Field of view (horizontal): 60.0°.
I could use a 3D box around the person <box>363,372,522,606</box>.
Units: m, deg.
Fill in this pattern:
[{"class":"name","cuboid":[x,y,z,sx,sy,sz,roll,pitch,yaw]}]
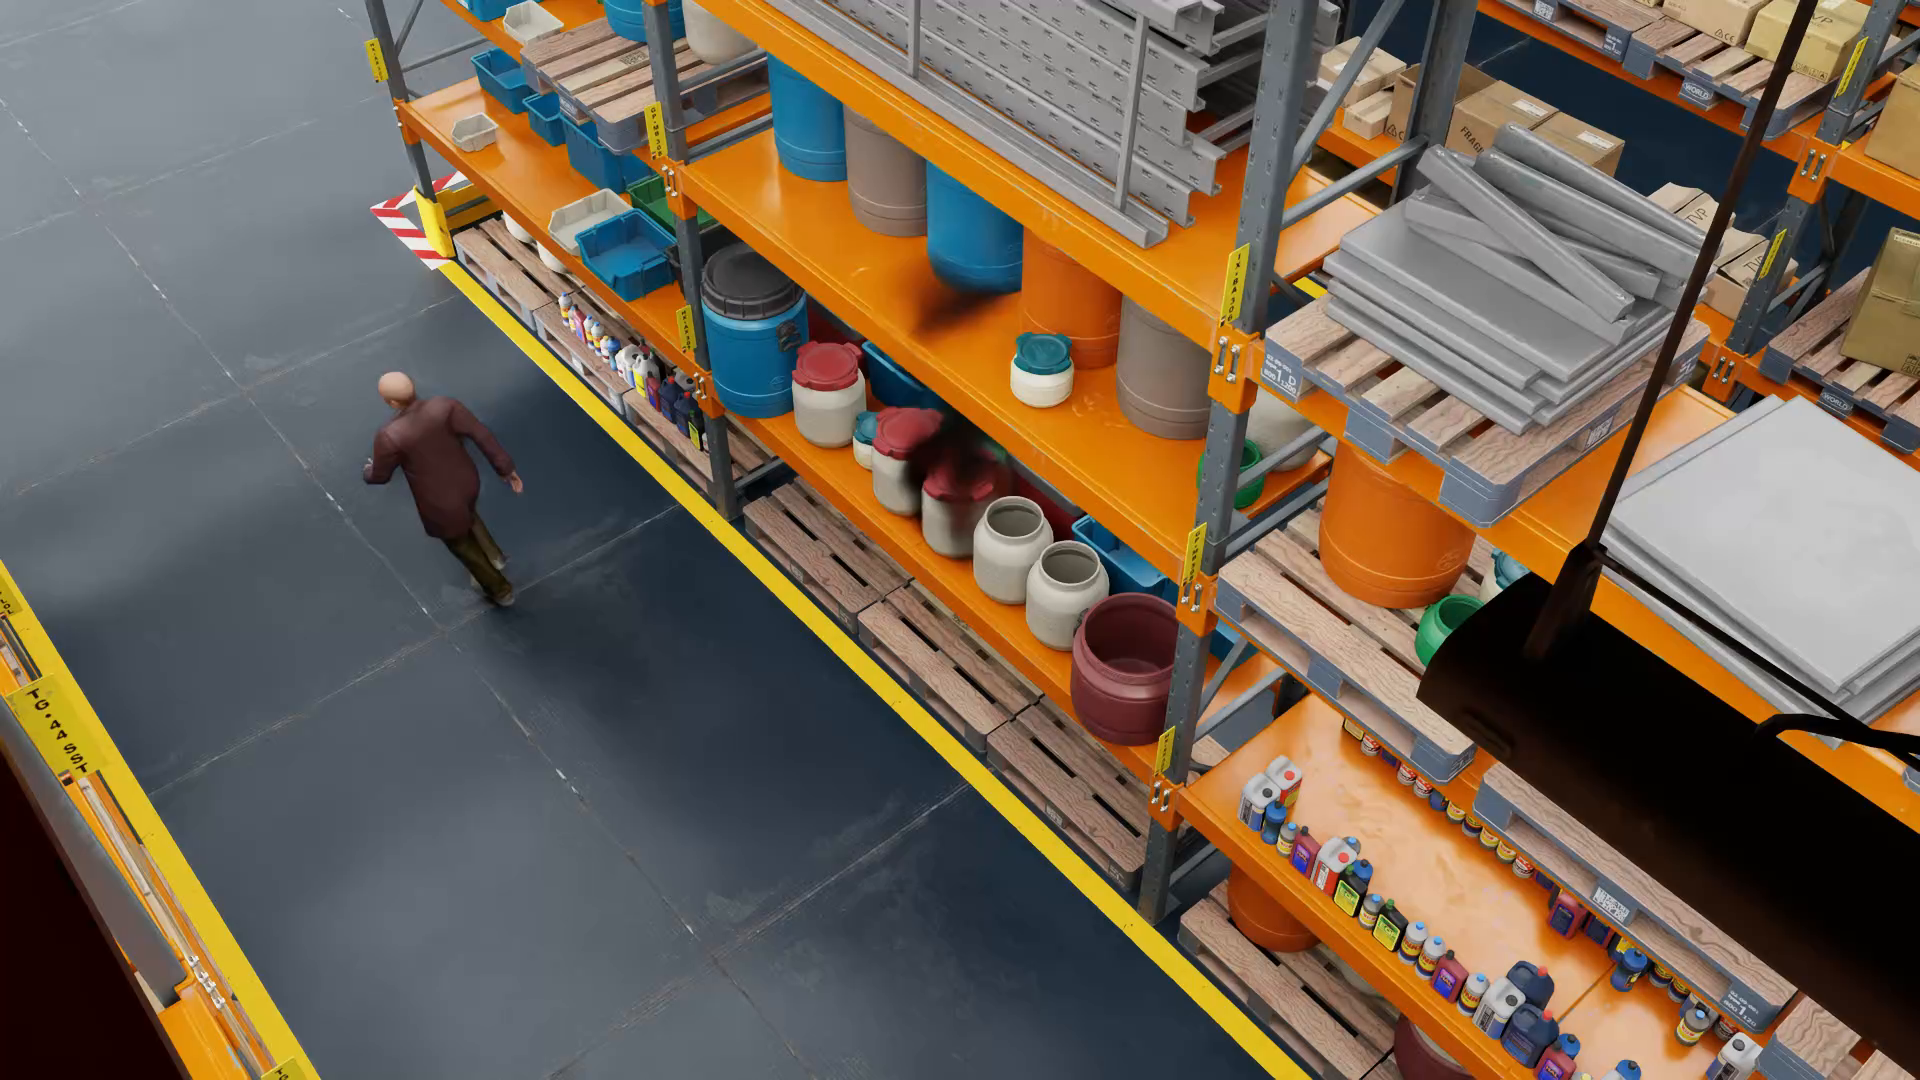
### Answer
[{"class":"person","cuboid":[-3.178,-0.340,10.096,0.825,1.722,0.704,31,54,26]}]
